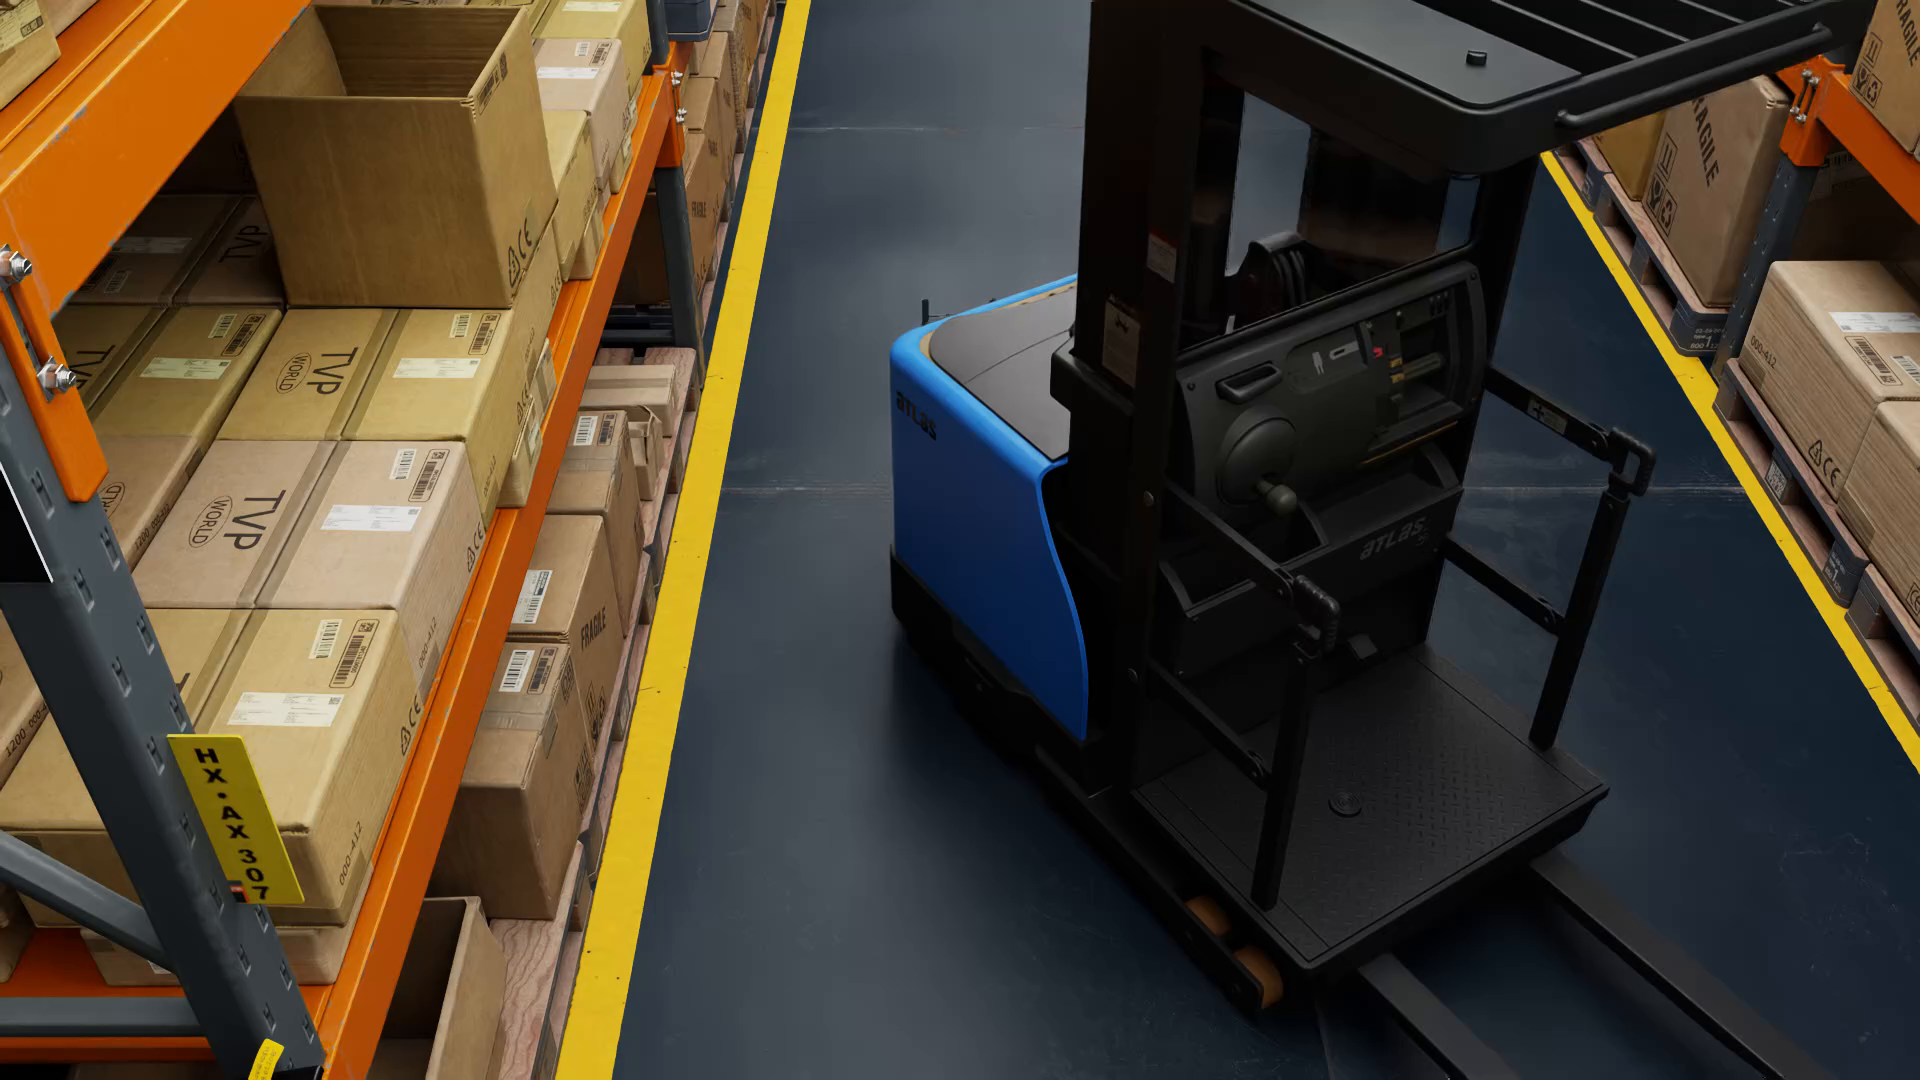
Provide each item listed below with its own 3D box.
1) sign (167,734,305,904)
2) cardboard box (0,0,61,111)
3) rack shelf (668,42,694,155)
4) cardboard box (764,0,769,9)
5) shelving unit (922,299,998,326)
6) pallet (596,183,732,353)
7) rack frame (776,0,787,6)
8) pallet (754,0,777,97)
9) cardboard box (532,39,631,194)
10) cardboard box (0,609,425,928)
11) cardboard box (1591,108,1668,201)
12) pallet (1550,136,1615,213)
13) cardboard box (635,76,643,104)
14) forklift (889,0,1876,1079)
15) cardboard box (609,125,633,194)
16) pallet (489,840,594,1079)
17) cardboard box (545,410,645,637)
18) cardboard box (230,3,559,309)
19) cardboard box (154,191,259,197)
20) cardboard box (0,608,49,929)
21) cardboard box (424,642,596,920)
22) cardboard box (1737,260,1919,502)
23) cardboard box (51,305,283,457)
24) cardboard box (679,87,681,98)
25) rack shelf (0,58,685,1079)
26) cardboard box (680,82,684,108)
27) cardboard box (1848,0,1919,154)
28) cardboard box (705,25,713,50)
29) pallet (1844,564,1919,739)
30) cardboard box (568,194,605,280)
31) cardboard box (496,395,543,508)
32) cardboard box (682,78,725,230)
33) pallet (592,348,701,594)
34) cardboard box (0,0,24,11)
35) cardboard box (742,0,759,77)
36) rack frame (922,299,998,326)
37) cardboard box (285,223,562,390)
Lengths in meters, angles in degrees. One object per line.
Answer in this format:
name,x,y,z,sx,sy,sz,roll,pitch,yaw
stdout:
sign,-0.954,0.373,2.193,0.100,0.325,0.005,0,39,0
cardboard box,-1.265,-0.561,1.853,0.380,0.149,0.250,1,39,1
rack shelf,-1.504,-2.760,7.371,1.077,0.370,4.000,0,39,0
cardboard box,-1.291,-3.216,9.027,0.500,0.500,0.500,1,39,1
shelving unit,0.000,-0.346,5.462,0.258,0.900,0.210,0,39,0
pallet,-1.540,-1.210,7.092,1.003,0.211,1.213,0,39,0
rack frame,-1.506,-4.291,8.706,1.000,3.000,0.127,0,39,0
pallet,-1.543,-2.736,8.996,1.003,0.211,1.213,0,39,0
cardboard box,-1.242,-1.216,4.751,0.500,0.250,0.500,0,39,0
cardboard box,-1.228,0.370,2.772,0.500,0.250,0.500,0,39,0
cardboard box,3.373,-2.083,7.314,0.875,0.875,0.875,1,39,1
pallet,3.382,-1.955,8.021,1.003,0.211,1.213,0,39,0
cardboard box,-1.249,-1.493,5.415,0.380,0.149,0.250,0,39,1
forklift,1.008,-0.284,3.761,1.130,2.935,3.031,-22,44,-25
cardboard box,-1.202,-1.167,5.009,0.380,0.149,0.250,1,39,1
pallet,-1.499,1.254,4.017,1.003,0.211,1.213,0,39,0
cardboard box,-1.366,-0.043,5.068,0.700,0.500,0.500,-1,39,-2
cardboard box,-1.230,-0.861,3.708,0.500,0.500,0.500,1,39,1
cardboard box,-1.765,-0.901,4.358,0.500,0.250,0.500,1,39,1
cardboard box,-1.763,0.366,2.776,0.500,0.250,0.500,1,39,1
cardboard box,-1.365,0.606,4.258,0.700,0.500,0.500,1,39,2
cardboard box,3.355,-0.567,5.772,0.875,0.438,0.875,-1,39,-1
cardboard box,-1.758,-0.266,3.565,0.500,0.250,0.500,1,39,1
cardboard box,-1.284,-1.735,6.422,0.380,0.149,0.250,-2,39,-2
rack shelf,-1.499,-0.259,4.249,1.077,0.370,4.000,0,39,0
cardboard box,-1.325,-1.790,6.729,0.380,0.149,0.250,-2,39,-2
cardboard box,3.201,-1.541,5.195,0.500,0.500,0.500,1,39,1
cardboard box,-1.300,-2.273,7.332,0.380,0.149,0.250,1,39,2
pallet,3.389,0.533,4.917,1.003,0.211,1.213,0,39,0
cardboard box,-1.201,-0.844,4.605,0.380,0.149,0.250,-1,39,-1
cardboard box,-1.175,-0.202,3.804,0.380,0.149,0.250,-1,39,-1
cardboard box,-1.288,-1.614,7.029,0.500,0.500,0.500,-1,39,-1
pallet,-1.502,-0.272,5.921,1.003,0.211,1.213,0,39,0
cardboard box,-1.224,-0.794,1.826,0.500,0.250,0.500,0,39,-1
cardboard box,-1.297,-2.575,8.228,0.500,0.500,0.500,2,39,2
rack frame,0.000,-0.410,5.542,0.240,0.900,0.006,0,39,0
cardboard box,-1.255,-0.582,3.960,0.500,0.250,0.500,-1,39,-1
